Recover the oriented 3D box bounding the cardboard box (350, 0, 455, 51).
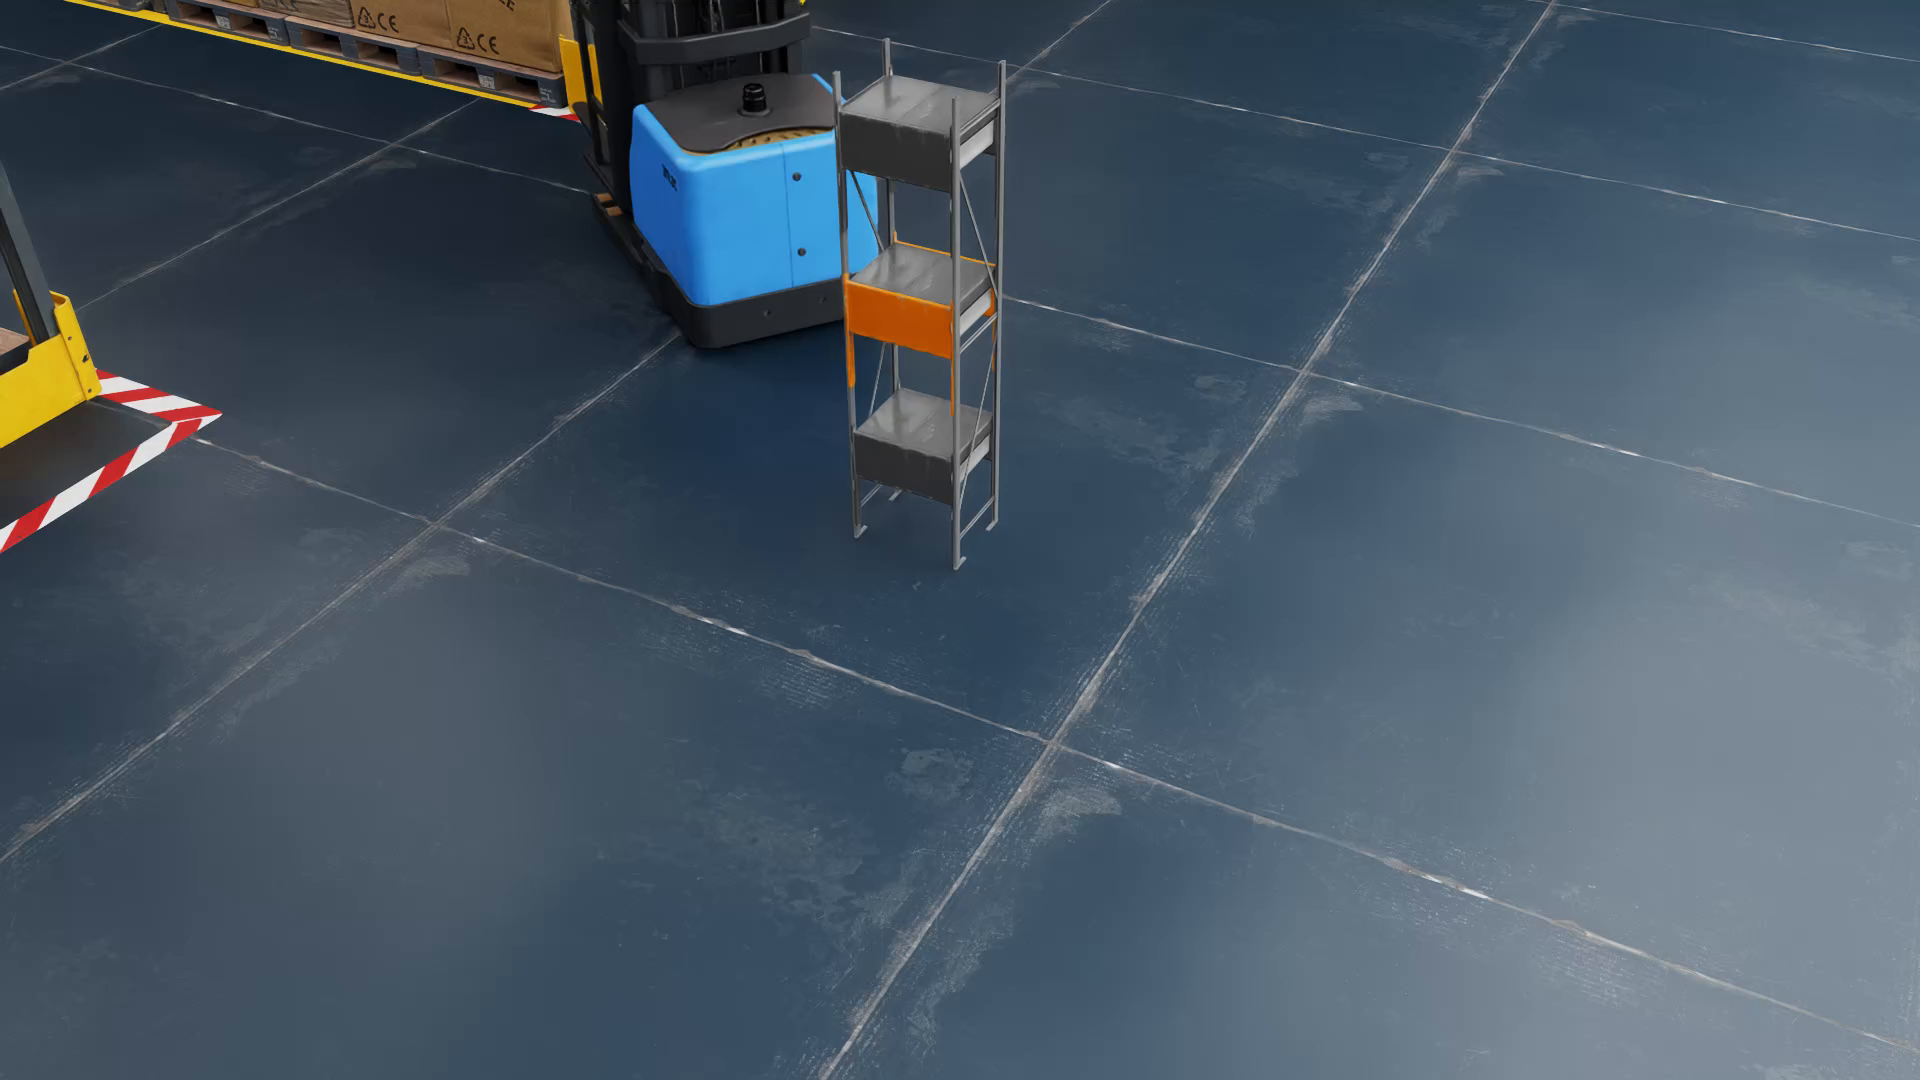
[{"bbox_3d":[-3.619,-4.010,11.462,0.875,0.875,0.875,17,40,21],"label":"cardboard box"}]

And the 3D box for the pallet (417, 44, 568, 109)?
[{"bbox_3d":[-2.950,-3.362,11.505,1.213,0.211,1.003,17,41,21],"label":"pallet"}]

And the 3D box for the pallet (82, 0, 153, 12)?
[{"bbox_3d":[-6.476,-4.468,12.962,1.213,0.211,1.003,17,41,21],"label":"pallet"}]

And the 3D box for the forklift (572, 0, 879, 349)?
[{"bbox_3d":[-1.495,-3.018,8.801,1.130,2.935,3.031,-16,40,-20],"label":"forklift"}]

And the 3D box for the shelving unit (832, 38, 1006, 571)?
[{"bbox_3d":[-0.147,-0.882,6.676,0.503,2.100,0.431,17,41,21],"label":"shelving unit"}]

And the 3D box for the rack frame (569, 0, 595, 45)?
[{"bbox_3d":[-2.204,-4.293,10.424,0.127,3.000,1.000,17,41,21],"label":"rack frame"}]

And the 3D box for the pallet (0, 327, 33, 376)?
[{"bbox_3d":[-5.347,-0.813,8.146,1.213,0.211,1.003,17,41,21],"label":"pallet"}]

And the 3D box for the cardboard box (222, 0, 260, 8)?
[{"bbox_3d":[-5.230,-4.513,12.125,0.875,0.875,0.875,18,41,22],"label":"cardboard box"}]

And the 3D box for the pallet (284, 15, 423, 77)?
[{"bbox_3d":[-4.029,-3.702,11.953,1.213,0.211,1.003,17,41,21],"label":"pallet"}]

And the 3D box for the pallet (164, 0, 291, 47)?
[{"bbox_3d":[-5.117,-4.041,12.398,1.213,0.211,1.003,17,41,21],"label":"pallet"}]

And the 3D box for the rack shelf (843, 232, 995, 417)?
[{"bbox_3d":[-0.147,-0.872,6.684,0.480,0.518,0.431,17,41,21],"label":"rack shelf"}]

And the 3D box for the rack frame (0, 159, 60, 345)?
[{"bbox_3d":[-4.575,-1.658,6.953,0.127,3.000,1.000,17,41,21],"label":"rack frame"}]

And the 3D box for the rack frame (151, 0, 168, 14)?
[{"bbox_3d":[-5.756,-5.405,11.889,0.127,3.000,1.000,17,41,21],"label":"rack frame"}]

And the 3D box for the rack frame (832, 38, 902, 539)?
[{"bbox_3d":[-0.364,-0.950,6.765,0.015,2.100,0.400,17,41,21],"label":"rack frame"}]

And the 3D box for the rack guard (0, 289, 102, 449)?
[{"bbox_3d":[-4.642,-0.683,7.737,0.348,0.500,1.175,17,41,21],"label":"rack guard"}]

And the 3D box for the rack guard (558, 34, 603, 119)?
[{"bbox_3d":[-2.183,-3.290,11.171,0.348,0.500,1.175,17,41,21],"label":"rack guard"}]

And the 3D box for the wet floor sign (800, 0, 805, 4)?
[{"bbox_3d":[-1.268,-4.410,12.526,0.232,0.644,0.267,11,38,14],"label":"wet floor sign"}]

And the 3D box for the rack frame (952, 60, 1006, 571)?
[{"bbox_3d":[0.070,-0.815,6.586,0.015,2.100,0.400,17,41,21],"label":"rack frame"}]

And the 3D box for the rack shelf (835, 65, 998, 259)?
[{"bbox_3d":[-0.147,-1.429,6.261,0.480,0.518,0.431,17,41,21],"label":"rack shelf"}]

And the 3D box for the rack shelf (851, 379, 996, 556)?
[{"bbox_3d":[-0.147,-0.314,7.107,0.480,0.518,0.431,17,41,21],"label":"rack shelf"}]

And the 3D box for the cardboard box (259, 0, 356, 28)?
[{"bbox_3d":[-4.428,-4.265,11.797,0.875,0.875,0.875,18,41,22],"label":"cardboard box"}]

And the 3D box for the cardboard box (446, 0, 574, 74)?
[{"bbox_3d":[-2.837,-3.767,11.141,0.875,0.875,0.875,18,41,22],"label":"cardboard box"}]
